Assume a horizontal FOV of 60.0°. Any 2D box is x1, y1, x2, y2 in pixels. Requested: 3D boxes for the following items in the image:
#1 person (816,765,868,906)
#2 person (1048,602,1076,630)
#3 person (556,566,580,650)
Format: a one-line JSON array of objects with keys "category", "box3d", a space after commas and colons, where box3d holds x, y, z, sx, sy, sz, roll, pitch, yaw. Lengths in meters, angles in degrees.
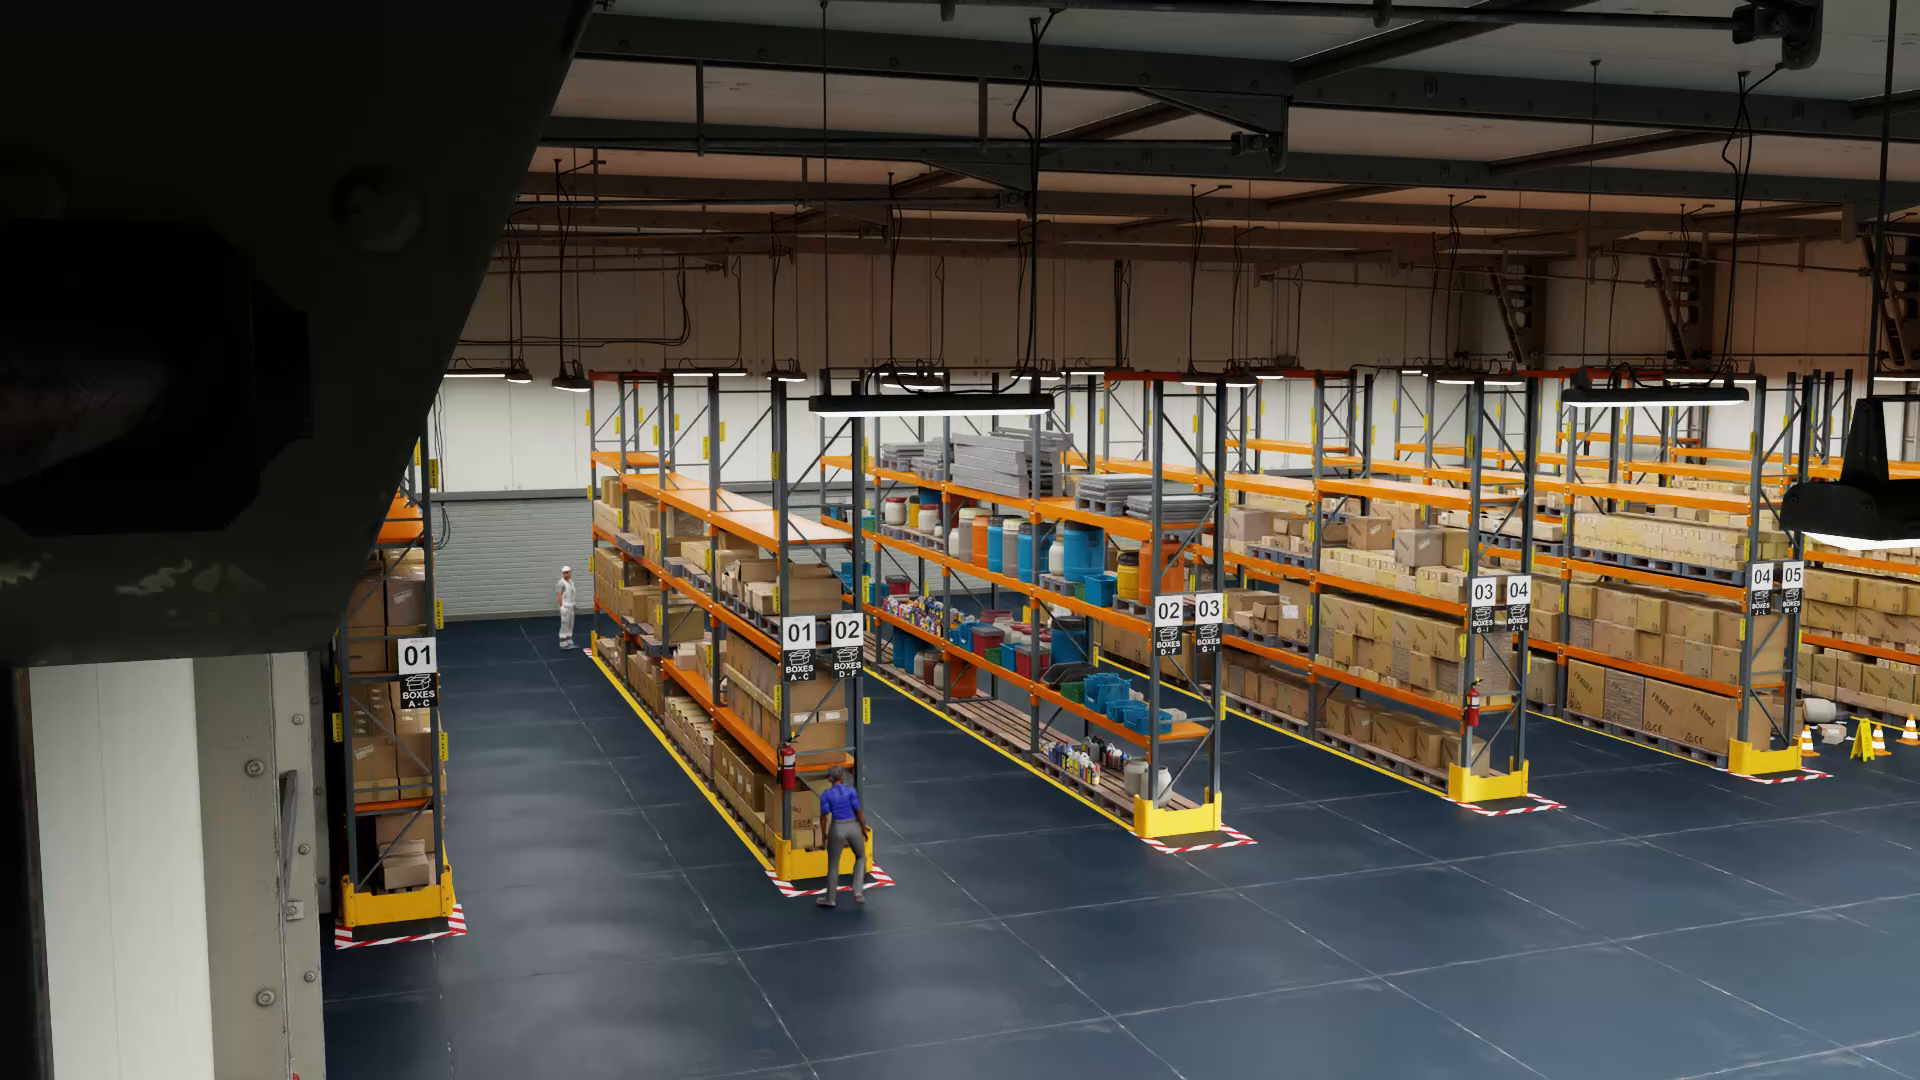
[{"category": "person", "box3d": [-1.345, 3.382, 19.041, 0.597, 1.659, 0.405, -1, 6, -7]}, {"category": "person", "box3d": [2.082, 1.675, 33.801, 0.651, 1.742, 0.945, -2, 7, -18]}, {"category": "person", "box3d": [-8.439, 1.465, 35.775, 0.392, 1.821, 0.576, 0, 6, 3]}]
